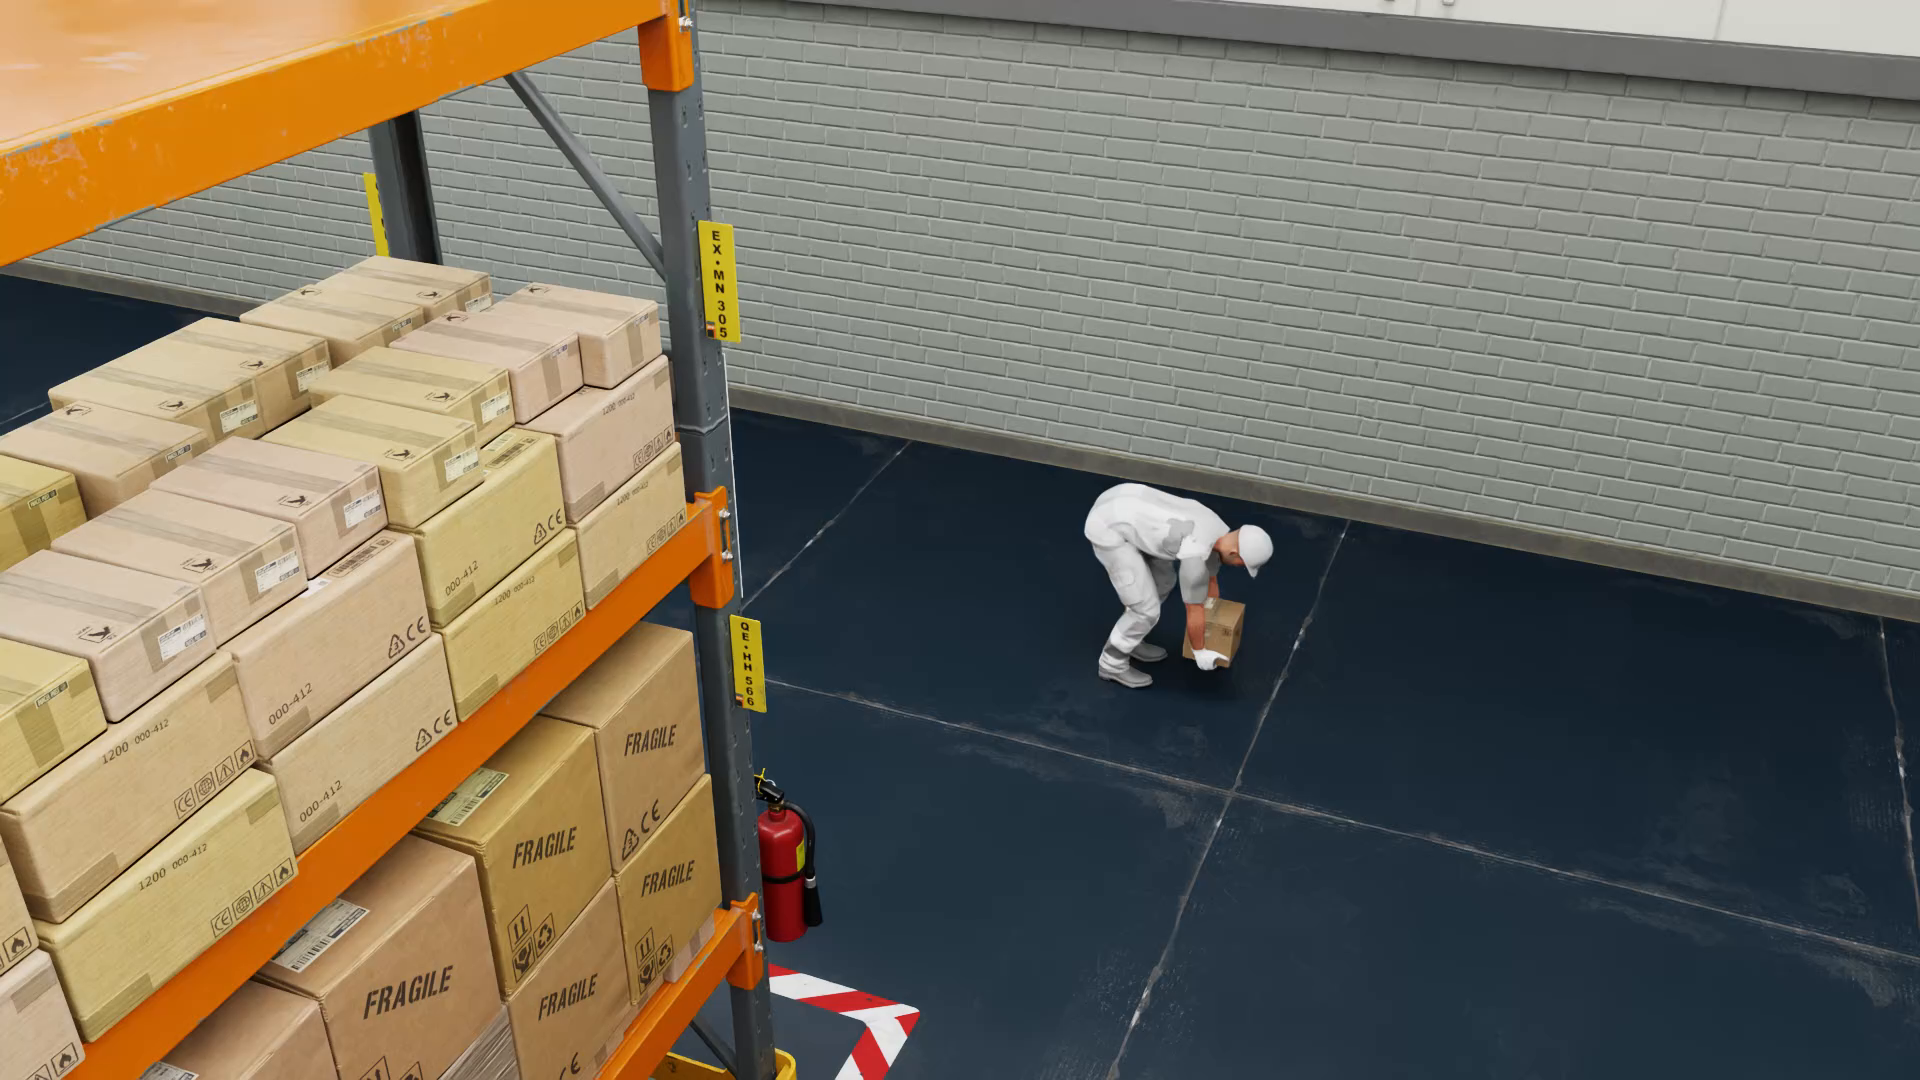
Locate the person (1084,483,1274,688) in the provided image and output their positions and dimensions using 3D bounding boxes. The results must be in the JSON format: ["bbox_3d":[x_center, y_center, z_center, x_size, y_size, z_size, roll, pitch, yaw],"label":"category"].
[{"bbox_3d":[1.119,0.255,8.649,0.964,1.072,0.514,10,31,17],"label":"person"}]
